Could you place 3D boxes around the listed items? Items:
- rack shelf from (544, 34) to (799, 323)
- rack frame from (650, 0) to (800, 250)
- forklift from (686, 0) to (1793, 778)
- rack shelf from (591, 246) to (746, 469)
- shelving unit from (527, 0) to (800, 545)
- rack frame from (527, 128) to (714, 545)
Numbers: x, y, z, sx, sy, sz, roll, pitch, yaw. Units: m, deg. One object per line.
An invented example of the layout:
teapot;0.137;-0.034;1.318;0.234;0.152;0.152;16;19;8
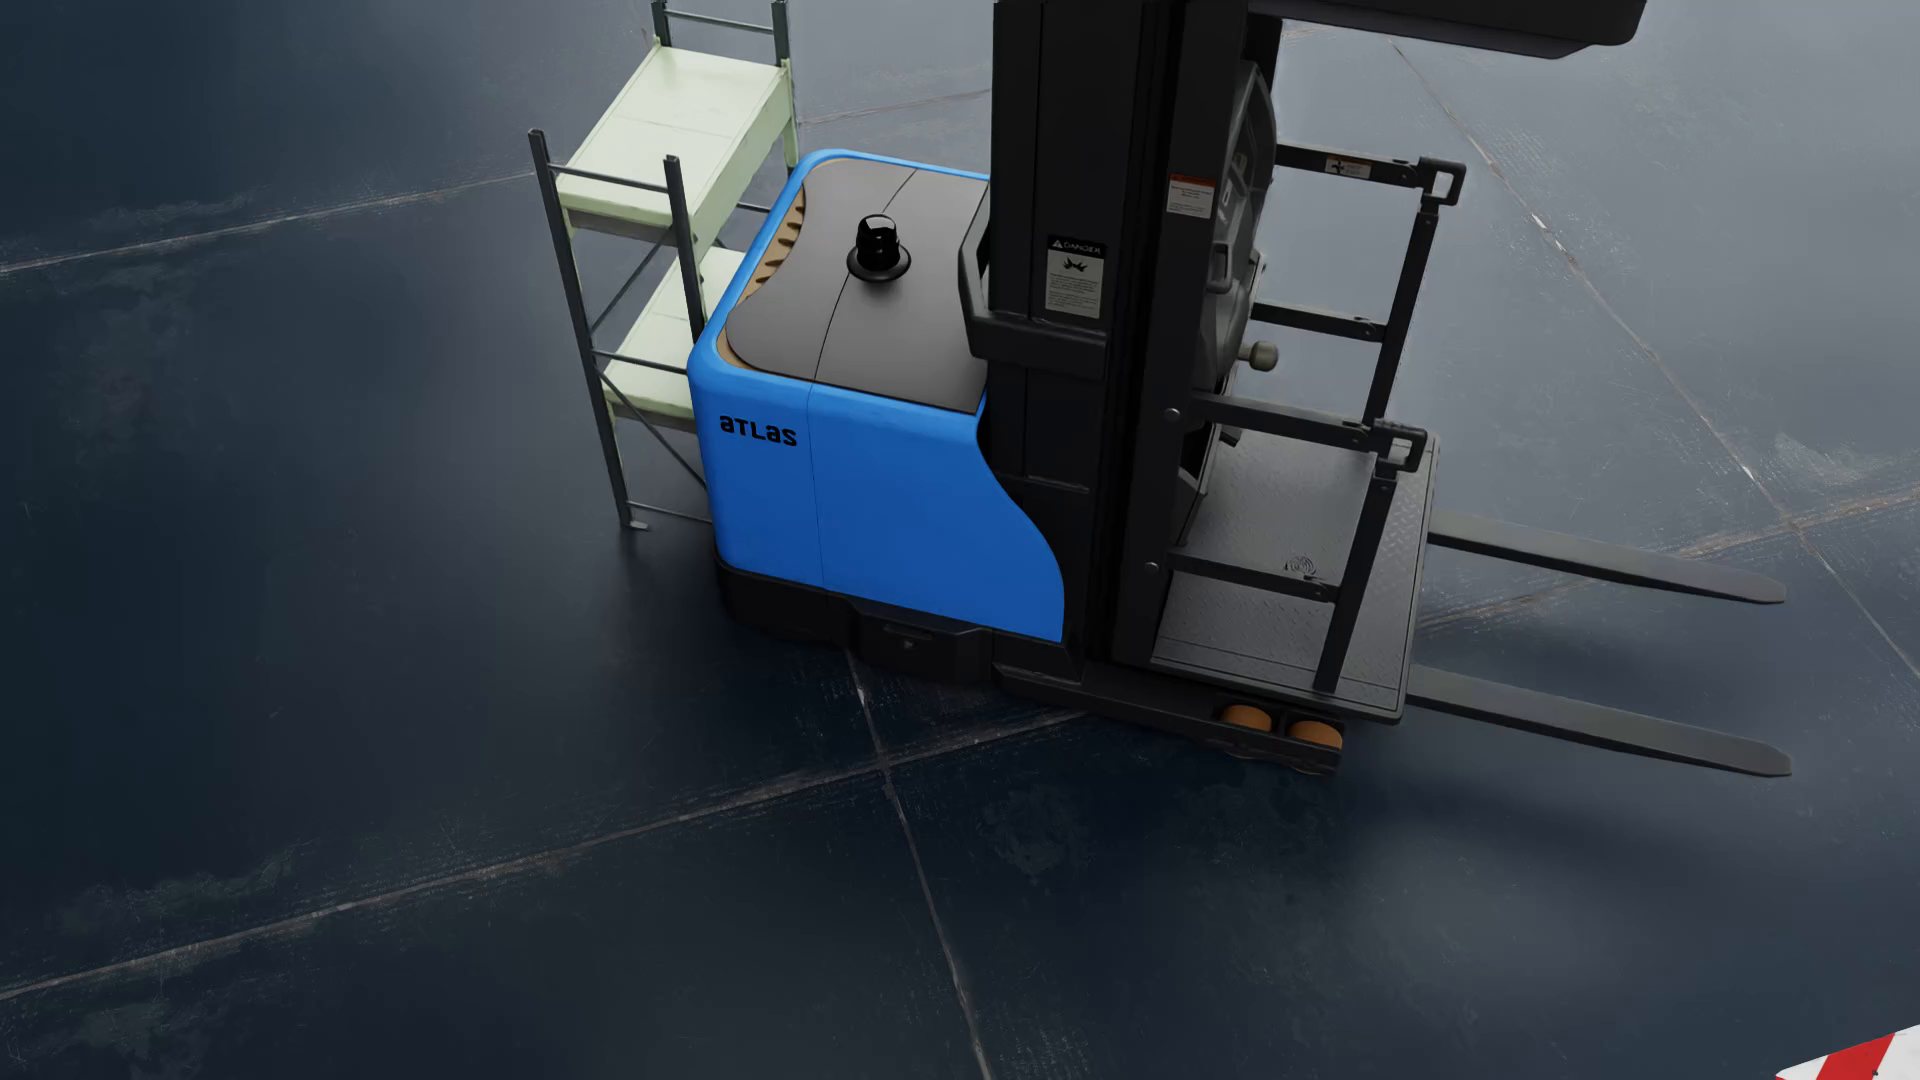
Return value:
rack shelf;-0.777;-1.014;4.613;0.431;0.370;0.720;13;51;11
rack frame;-0.671;-1.030;5.137;0.400;1.500;0.023;13;51;11
forklift;0.856;-0.739;3.956;3.031;2.935;1.130;12;51;10
rack shelf;-0.777;-0.552;5.161;0.431;0.370;0.720;13;51;11
shelving unit;-0.777;-0.762;4.911;0.431;1.500;0.755;13;51;11
rack frame;-0.884;-0.494;4.686;0.400;1.500;0.023;13;51;11
